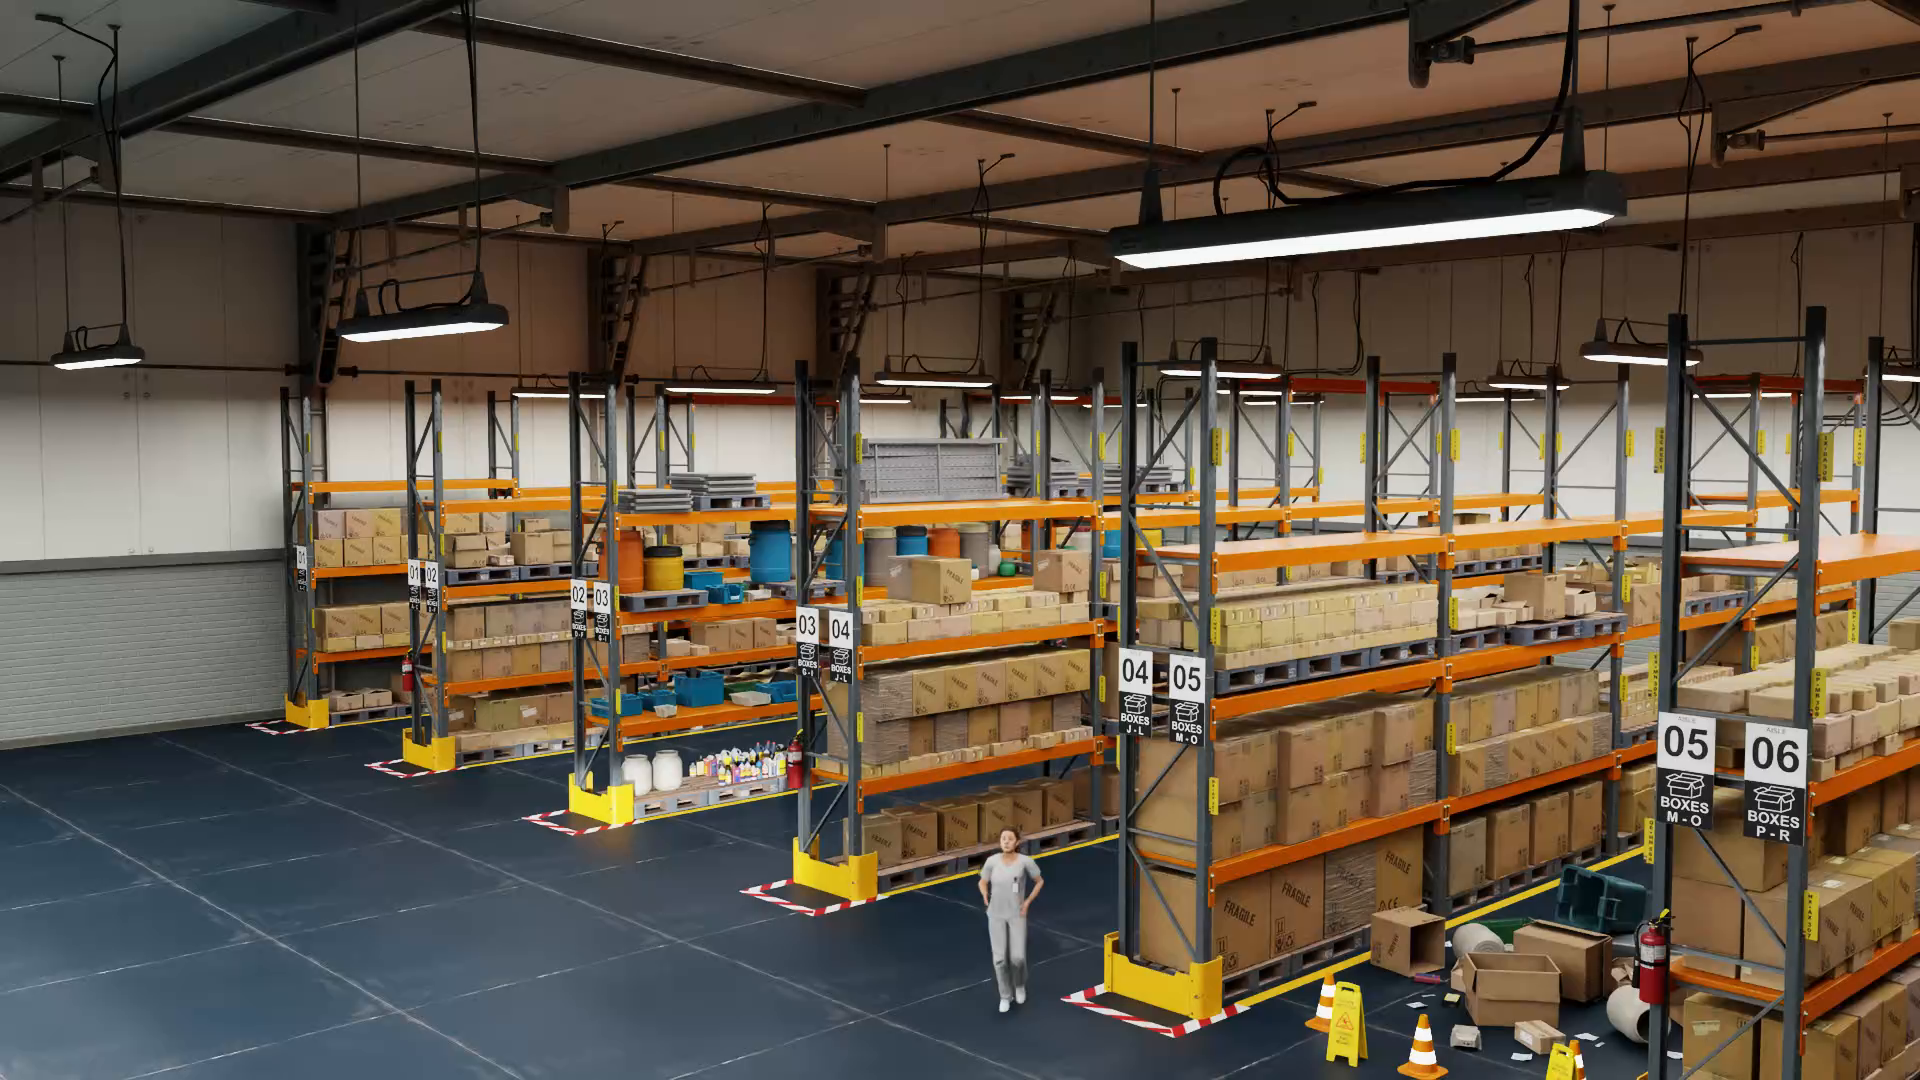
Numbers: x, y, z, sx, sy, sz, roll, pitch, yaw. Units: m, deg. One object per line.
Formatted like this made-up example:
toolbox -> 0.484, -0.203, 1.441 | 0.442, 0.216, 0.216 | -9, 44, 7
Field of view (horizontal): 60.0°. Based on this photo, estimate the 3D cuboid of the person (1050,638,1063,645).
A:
person -> 1.937, 1.958, 32.793 | 0.586, 1.739, 0.797 | 3, 5, 41

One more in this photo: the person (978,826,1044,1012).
person -> 0.439, 3.405, 14.914 | 0.587, 1.662, 0.526 | 1, 4, 9
